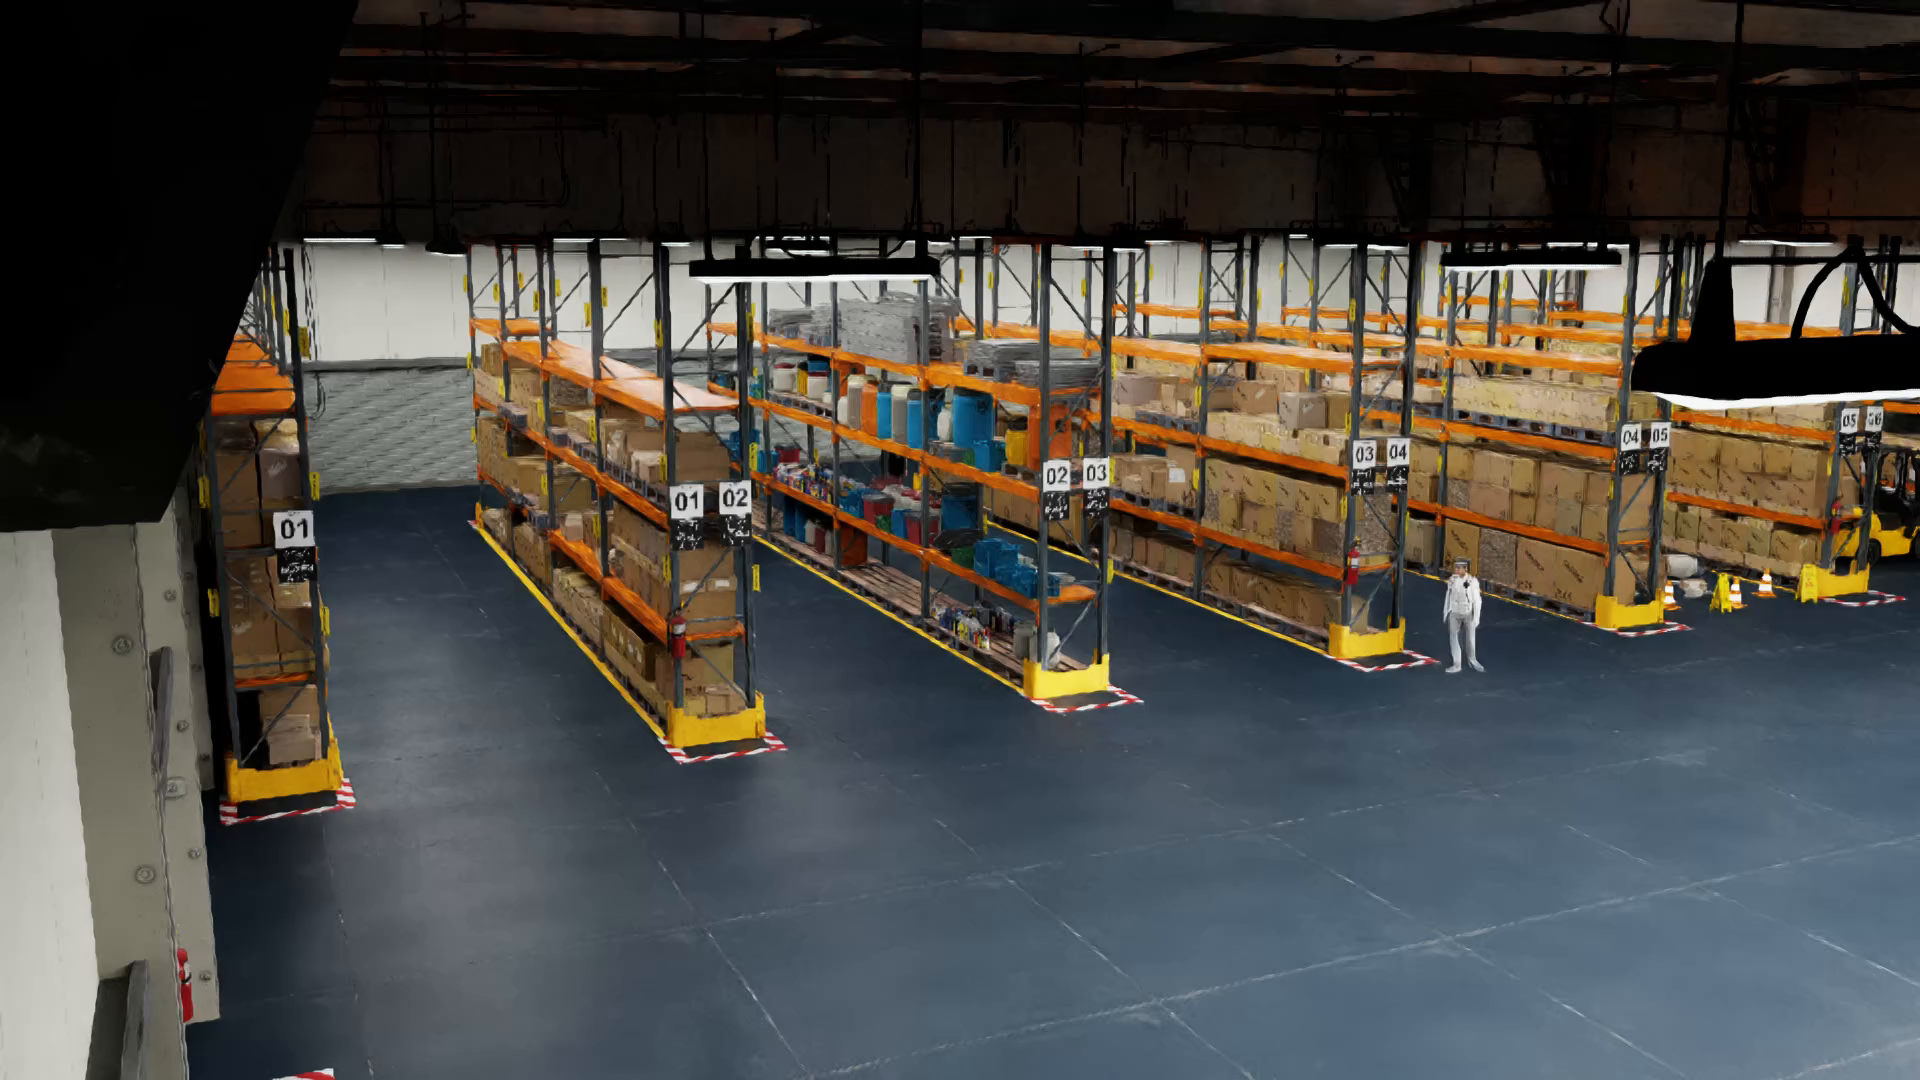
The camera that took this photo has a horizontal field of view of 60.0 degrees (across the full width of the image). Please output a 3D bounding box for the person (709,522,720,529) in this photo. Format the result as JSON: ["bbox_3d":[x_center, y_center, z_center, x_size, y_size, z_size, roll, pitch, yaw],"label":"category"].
[{"bbox_3d":[-4.915,-0.897,33.517,0.481,1.580,1.085,-4,12,-21],"label":"person"}]

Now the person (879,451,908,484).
[{"bbox_3d":[-1.448,-1.462,36.310,0.677,1.674,0.534,-5,12,-25],"label":"person"}]

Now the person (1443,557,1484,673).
[{"bbox_3d":[7.114,1.037,23.461,0.571,1.668,0.528,8,14,36],"label":"person"}]
